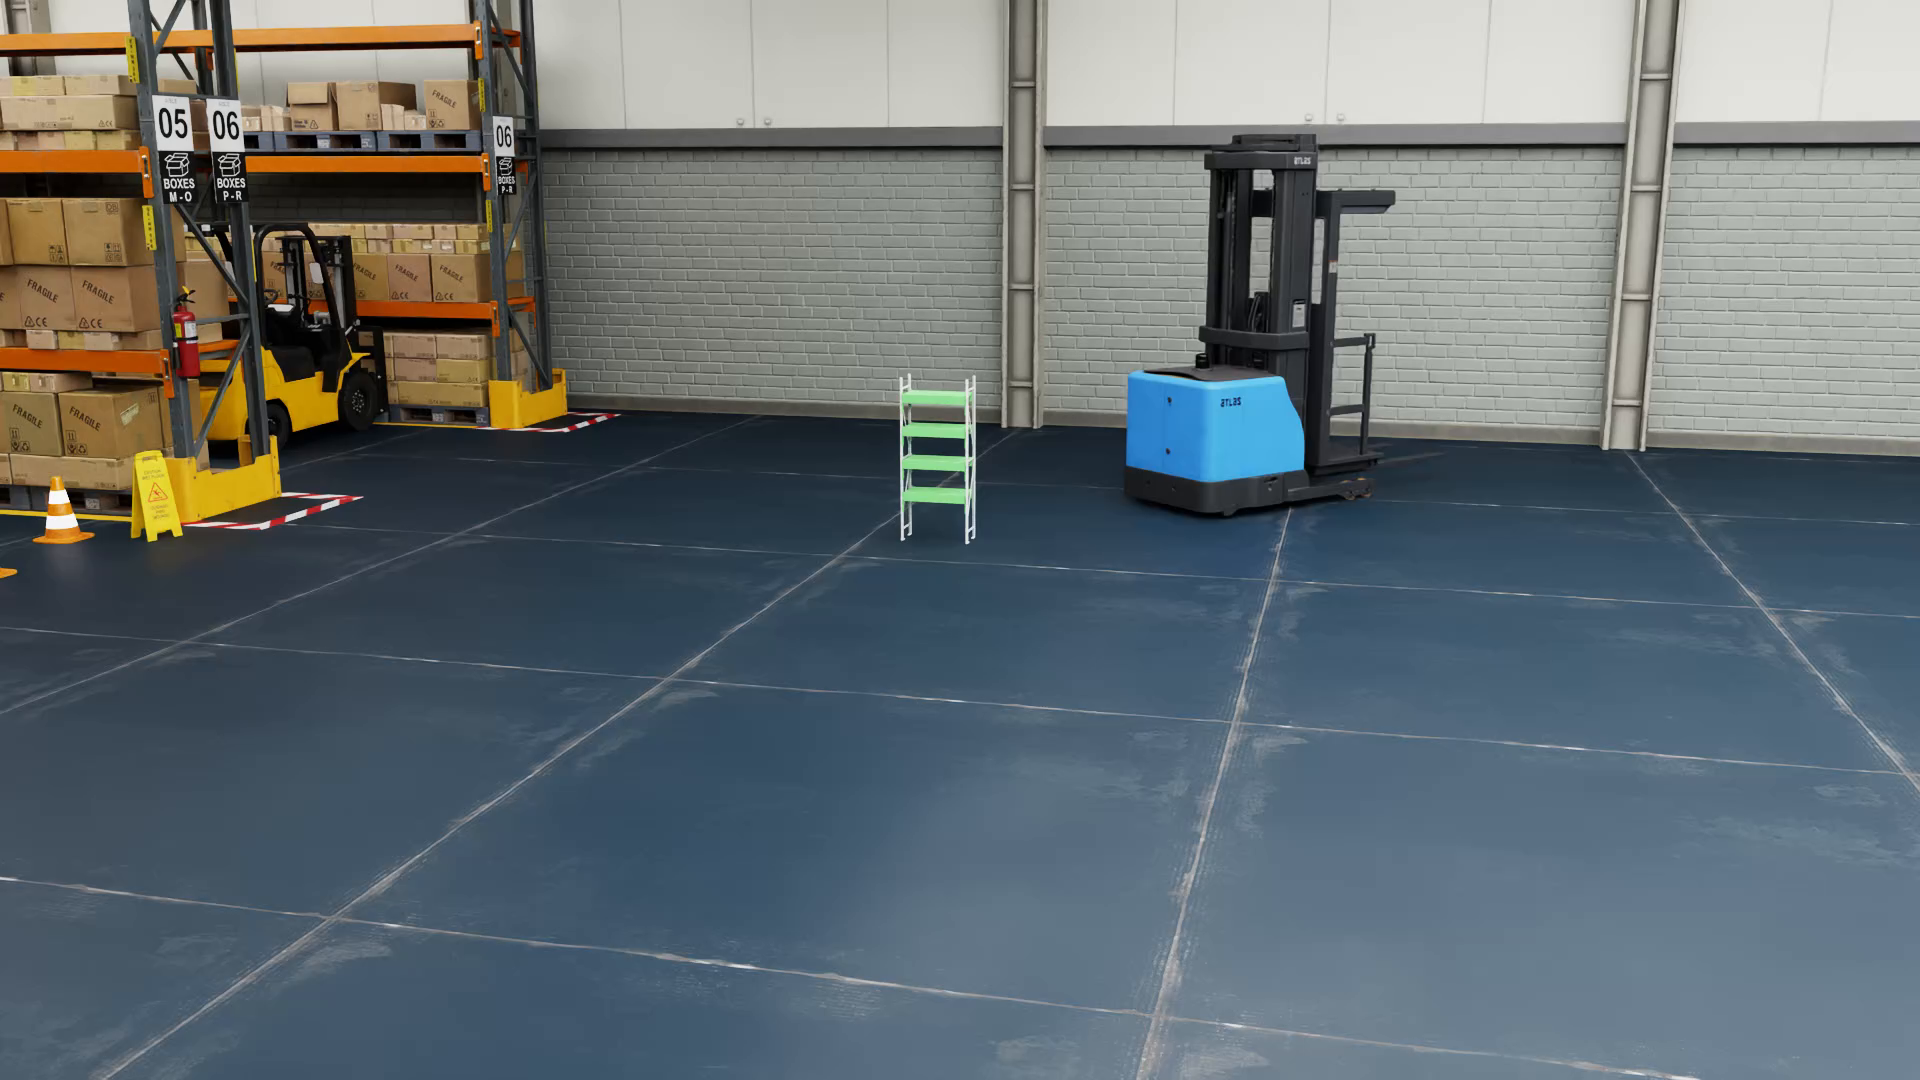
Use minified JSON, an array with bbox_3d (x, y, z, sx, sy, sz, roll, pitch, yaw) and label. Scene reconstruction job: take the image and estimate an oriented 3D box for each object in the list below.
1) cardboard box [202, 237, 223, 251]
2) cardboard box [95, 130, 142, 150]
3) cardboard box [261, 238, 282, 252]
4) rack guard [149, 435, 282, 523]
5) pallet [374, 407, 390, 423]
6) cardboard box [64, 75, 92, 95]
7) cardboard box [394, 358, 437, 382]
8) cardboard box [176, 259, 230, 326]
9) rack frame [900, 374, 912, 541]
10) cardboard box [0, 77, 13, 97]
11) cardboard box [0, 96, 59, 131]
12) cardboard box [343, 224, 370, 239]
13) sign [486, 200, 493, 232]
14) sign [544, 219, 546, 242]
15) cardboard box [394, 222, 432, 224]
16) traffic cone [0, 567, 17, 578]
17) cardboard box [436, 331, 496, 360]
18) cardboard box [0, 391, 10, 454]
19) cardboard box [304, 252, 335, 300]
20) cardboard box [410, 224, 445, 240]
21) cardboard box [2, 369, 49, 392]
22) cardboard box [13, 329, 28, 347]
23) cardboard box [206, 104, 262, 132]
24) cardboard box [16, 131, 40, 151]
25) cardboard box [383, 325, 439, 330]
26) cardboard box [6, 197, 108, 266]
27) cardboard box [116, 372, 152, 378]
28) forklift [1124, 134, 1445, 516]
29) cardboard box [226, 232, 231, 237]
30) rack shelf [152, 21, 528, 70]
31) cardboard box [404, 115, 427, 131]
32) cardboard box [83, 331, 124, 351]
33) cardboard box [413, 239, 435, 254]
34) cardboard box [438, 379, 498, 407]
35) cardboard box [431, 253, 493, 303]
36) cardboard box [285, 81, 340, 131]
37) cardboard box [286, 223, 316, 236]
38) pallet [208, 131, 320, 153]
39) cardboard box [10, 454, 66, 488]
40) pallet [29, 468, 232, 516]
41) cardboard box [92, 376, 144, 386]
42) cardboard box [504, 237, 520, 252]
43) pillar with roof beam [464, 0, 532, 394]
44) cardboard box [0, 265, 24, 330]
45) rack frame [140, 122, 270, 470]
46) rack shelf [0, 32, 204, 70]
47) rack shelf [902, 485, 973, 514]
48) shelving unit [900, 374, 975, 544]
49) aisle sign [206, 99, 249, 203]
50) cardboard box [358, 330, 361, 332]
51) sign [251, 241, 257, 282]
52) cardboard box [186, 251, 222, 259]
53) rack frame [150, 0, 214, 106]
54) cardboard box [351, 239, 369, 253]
[{"bbox_3d":[-8.085,-3.254,18.248,0.250,0.149,0.380,3,13,15],"label":"cardboard box"},{"bbox_3d":[-6.299,-3.024,12.592,0.250,0.149,0.380,3,13,14],"label":"cardboard box"},{"bbox_3d":[-7.350,-3.204,18.023,0.250,0.149,0.380,3,13,13],"label":"cardboard box"},{"bbox_3d":[-5.960,-0.506,13.360,0.348,0.500,1.175,3,13,14],"label":"rack guard"},{"bbox_3d":[-6.634,-1.500,18.505,1.213,0.211,1.003,3,13,14],"label":"pallet"},{"bbox_3d":[-6.526,-3.430,12.583,0.250,0.149,0.380,3,13,15],"label":"cardboard box"},{"bbox_3d":[-5.732,-1.861,17.920,0.500,0.250,0.500,3,13,13],"label":"cardboard box"},{"bbox_3d":[-6.279,-1.999,13.402,0.500,0.500,0.500,3,13,13],"label":"cardboard box"},{"bbox_3d":[-0.398,-0.607,12.200,0.015,1.200,0.240,3,13,14],"label":"rack frame"},{"bbox_3d":[-7.248,-3.478,12.798,0.250,0.149,0.380,3,13,14],"label":"cardboard box"},{"bbox_3d":[-6.932,-3.258,12.726,0.500,0.250,0.500,3,13,13],"label":"cardboard box"},{"bbox_3d":[-6.362,-3.296,17.751,0.250,0.149,0.380,3,13,15],"label":"cardboard box"},{"bbox_3d":[-4.844,-3.334,17.115,0.005,0.325,0.100,3,13,14],"label":"sign"},{"bbox_3d":[-4.561,-3.344,18.199,0.005,0.325,0.100,3,13,14],"label":"sign"},{"bbox_3d":[-5.979,-3.395,18.196,0.250,0.149,0.380,3,13,15],"label":"cardboard box"},{"bbox_3d":[-6.548,0.016,11.092,0.334,0.463,0.336,3,13,14],"label":"traffic cone"},{"bbox_3d":[-5.222,-2.075,17.733,0.500,0.250,0.500,4,13,15],"label":"cardboard box"},{"bbox_3d":[-7.722,-0.992,13.426,0.500,0.500,0.500,3,13,12],"label":"cardboard box"},{"bbox_3d":[-6.731,-2.865,17.989,0.500,0.500,0.500,3,13,14],"label":"cardboard box"},{"bbox_3d":[-5.606,-3.265,17.611,0.250,0.149,0.380,3,13,15],"label":"cardboard box"},{"bbox_3d":[-7.342,-1.273,13.196,0.250,0.149,0.380,3,13,14],"label":"cardboard box"},{"bbox_3d":[-7.289,-1.632,13.242,0.250,0.149,0.380,3,13,14],"label":"cardboard box"},{"bbox_3d":[-7.834,-4.554,17.915,0.500,0.311,0.500,3,13,15],"label":"cardboard box"},{"bbox_3d":[-7.029,-3.078,12.836,0.250,0.149,0.380,3,13,14],"label":"cardboard box"},{"bbox_3d":[-6.090,-2.235,18.453,0.500,0.250,0.500,3,13,13],"label":"cardboard box"},{"bbox_3d":[-6.924,-2.413,12.958,0.500,0.500,0.700,3,13,14],"label":"cardboard box"},{"bbox_3d":[-9.093,-2.044,19.035,0.625,0.625,0.875,4,13,16],"label":"cardboard box"},{"bbox_3d":[2.838,-1.842,13.768,3.031,2.935,1.130,-9,15,-34],"label":"forklift"},{"bbox_3d":[-7.820,-3.400,18.217,0.250,0.149,0.380,3,13,12],"label":"cardboard box"},{"bbox_3d":[-6.642,-5.252,17.716,4.000,0.370,1.077,3,13,14],"label":"rack shelf"},{"bbox_3d":[-5.577,-4.341,17.329,0.250,0.149,0.380,3,13,12],"label":"cardboard box"},{"bbox_3d":[-6.573,-1.564,12.937,0.250,0.149,0.380,3,13,13],"label":"cardboard box"},{"bbox_3d":[-5.596,-3.124,17.662,0.250,0.149,0.380,3,13,15],"label":"cardboard box"},{"bbox_3d":[-5.232,-1.587,17.839,0.500,0.250,0.500,3,13,14],"label":"cardboard box"},{"bbox_3d":[-5.241,-2.785,17.632,0.500,0.500,0.500,3,13,12],"label":"cardboard box"},{"bbox_3d":[-6.718,-4.619,17.764,0.637,0.503,0.797,3,13,15],"label":"cardboard box"},{"bbox_3d":[-7.076,-3.355,18.017,0.250,0.149,0.380,3,13,13],"label":"cardboard box"},{"bbox_3d":[-7.749,-4.356,18.222,1.213,0.211,1.003,3,13,14],"label":"pallet"},{"bbox_3d":[-7.236,-0.599,13.386,0.500,0.250,0.500,3,13,14],"label":"cardboard box"},{"bbox_3d":[-6.740,-0.414,13.614,1.213,0.211,1.003,3,13,14],"label":"pallet"},{"bbox_3d":[-7.135,-1.078,13.816,0.500,0.500,0.500,3,13,11],"label":"cardboard box"},{"bbox_3d":[-4.967,-3.204,18.021,0.250,0.149,0.380,3,13,12],"label":"cardboard box"},{"bbox_3d":[-6.192,-5.015,14.064,0.400,9.000,9.100,3,13,14],"label":"pillar with roof beam"},{"bbox_3d":[-7.449,-1.940,13.136,0.500,0.500,0.500,3,13,13],"label":"cardboard box"},{"bbox_3d":[-5.886,-1.722,13.071,0.127,3.000,1.000,3,13,14],"label":"rack frame"},{"bbox_3d":[-10.525,-5.460,18.652,4.000,0.370,1.077,3,13,14],"label":"rack shelf"},{"bbox_3d":[-0.161,-0.298,12.208,0.480,0.148,0.258,3,13,14],"label":"rack shelf"},{"bbox_3d":[-0.161,-0.594,12.142,0.503,1.200,0.258,3,13,14],"label":"shelving unit"},{"bbox_3d":[-5.751,-3.053,13.069,0.004,0.787,0.394,3,13,14],"label":"aisle sign"},{"bbox_3d":[-6.702,-2.153,18.081,0.500,0.250,0.500,3,13,12],"label":"cardboard box"},{"bbox_3d":[-5.756,-2.259,13.492,0.005,0.325,0.100,3,13,14],"label":"sign"},{"bbox_3d":[-8.215,-2.945,18.350,0.500,0.500,0.500,3,13,12],"label":"cardboard box"},{"bbox_3d":[-8.584,-5.903,18.063,0.127,3.000,1.000,3,13,14],"label":"rack frame"},{"bbox_3d":[-6.355,-3.152,17.788,0.250,0.149,0.380,3,13,14],"label":"cardboard box"}]
